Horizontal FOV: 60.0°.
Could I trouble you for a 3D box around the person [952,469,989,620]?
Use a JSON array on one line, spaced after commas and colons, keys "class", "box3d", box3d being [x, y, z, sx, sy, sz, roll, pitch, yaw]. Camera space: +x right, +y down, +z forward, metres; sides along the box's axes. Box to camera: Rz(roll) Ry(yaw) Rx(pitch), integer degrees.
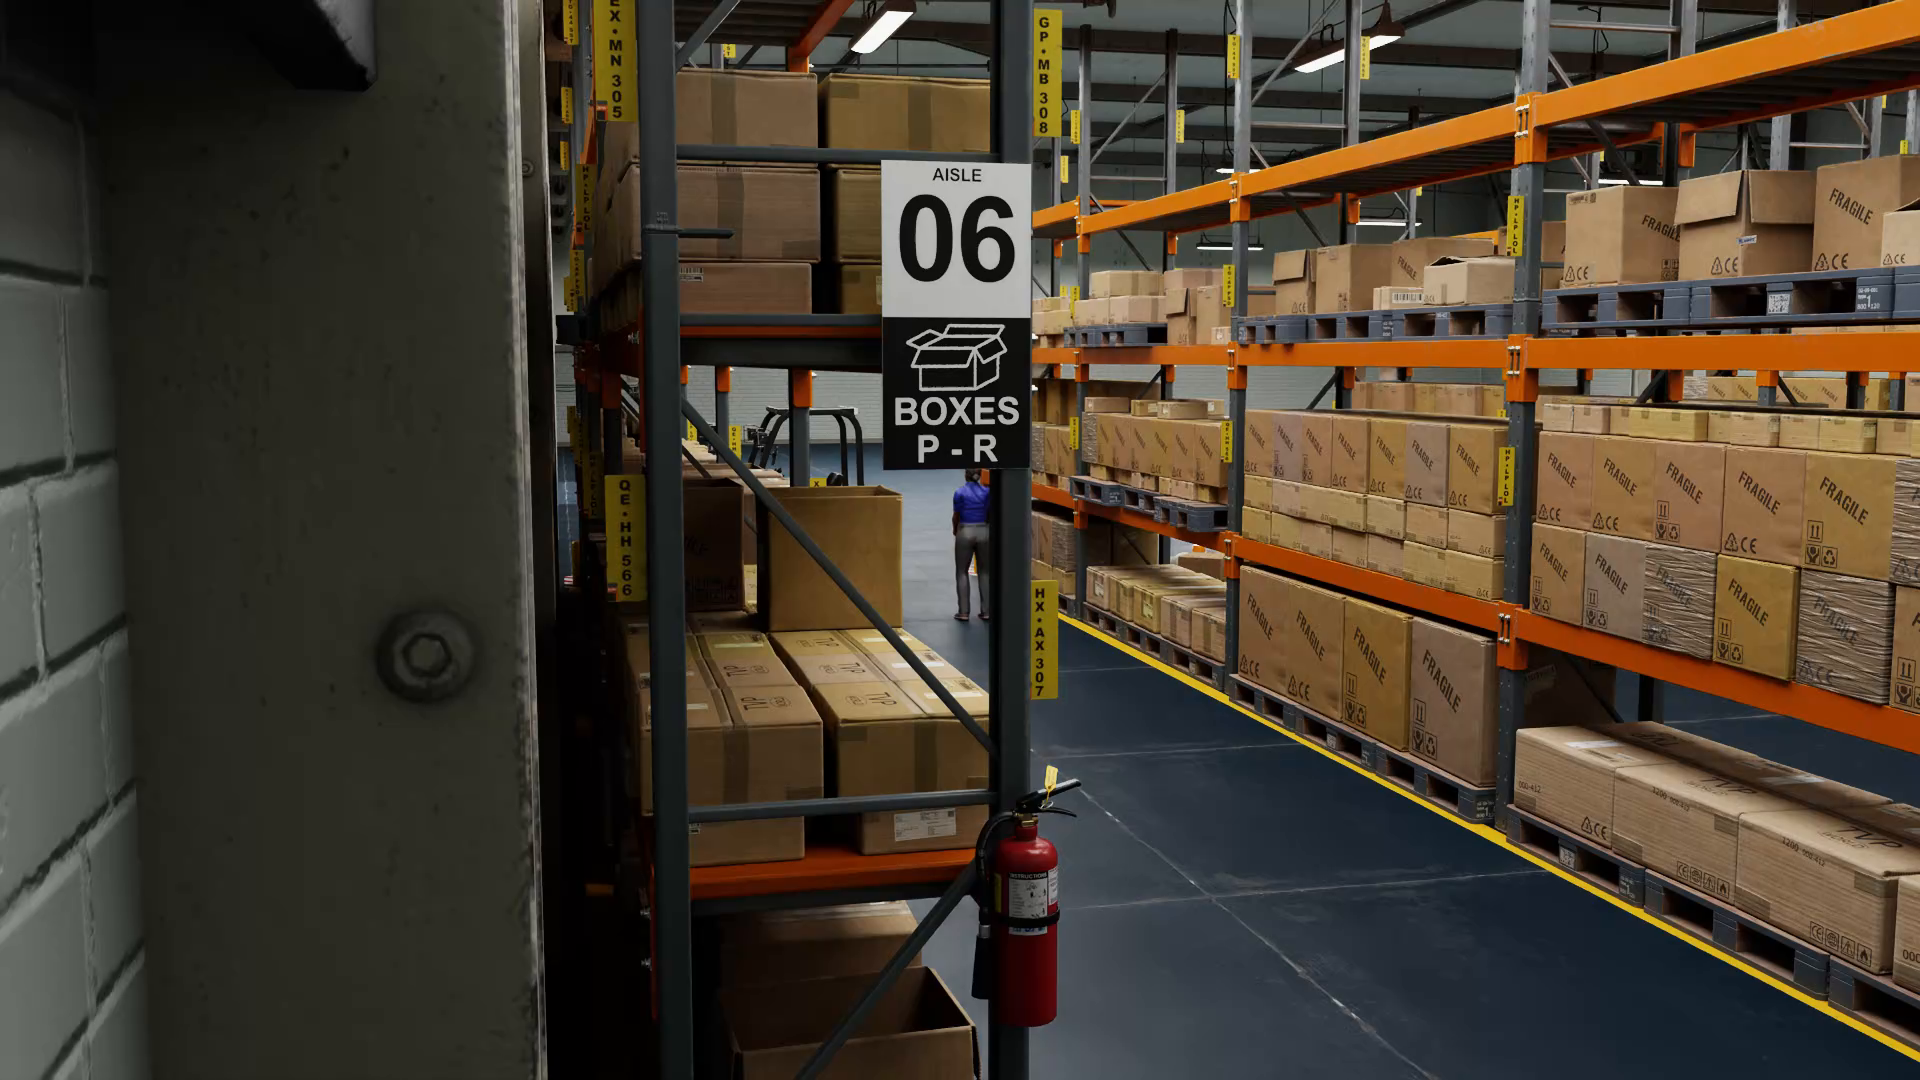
[{"class": "person", "box3d": [0.124, -0.002, 17.276, 0.451, 1.649, 0.509, -1, 6, -13]}]
